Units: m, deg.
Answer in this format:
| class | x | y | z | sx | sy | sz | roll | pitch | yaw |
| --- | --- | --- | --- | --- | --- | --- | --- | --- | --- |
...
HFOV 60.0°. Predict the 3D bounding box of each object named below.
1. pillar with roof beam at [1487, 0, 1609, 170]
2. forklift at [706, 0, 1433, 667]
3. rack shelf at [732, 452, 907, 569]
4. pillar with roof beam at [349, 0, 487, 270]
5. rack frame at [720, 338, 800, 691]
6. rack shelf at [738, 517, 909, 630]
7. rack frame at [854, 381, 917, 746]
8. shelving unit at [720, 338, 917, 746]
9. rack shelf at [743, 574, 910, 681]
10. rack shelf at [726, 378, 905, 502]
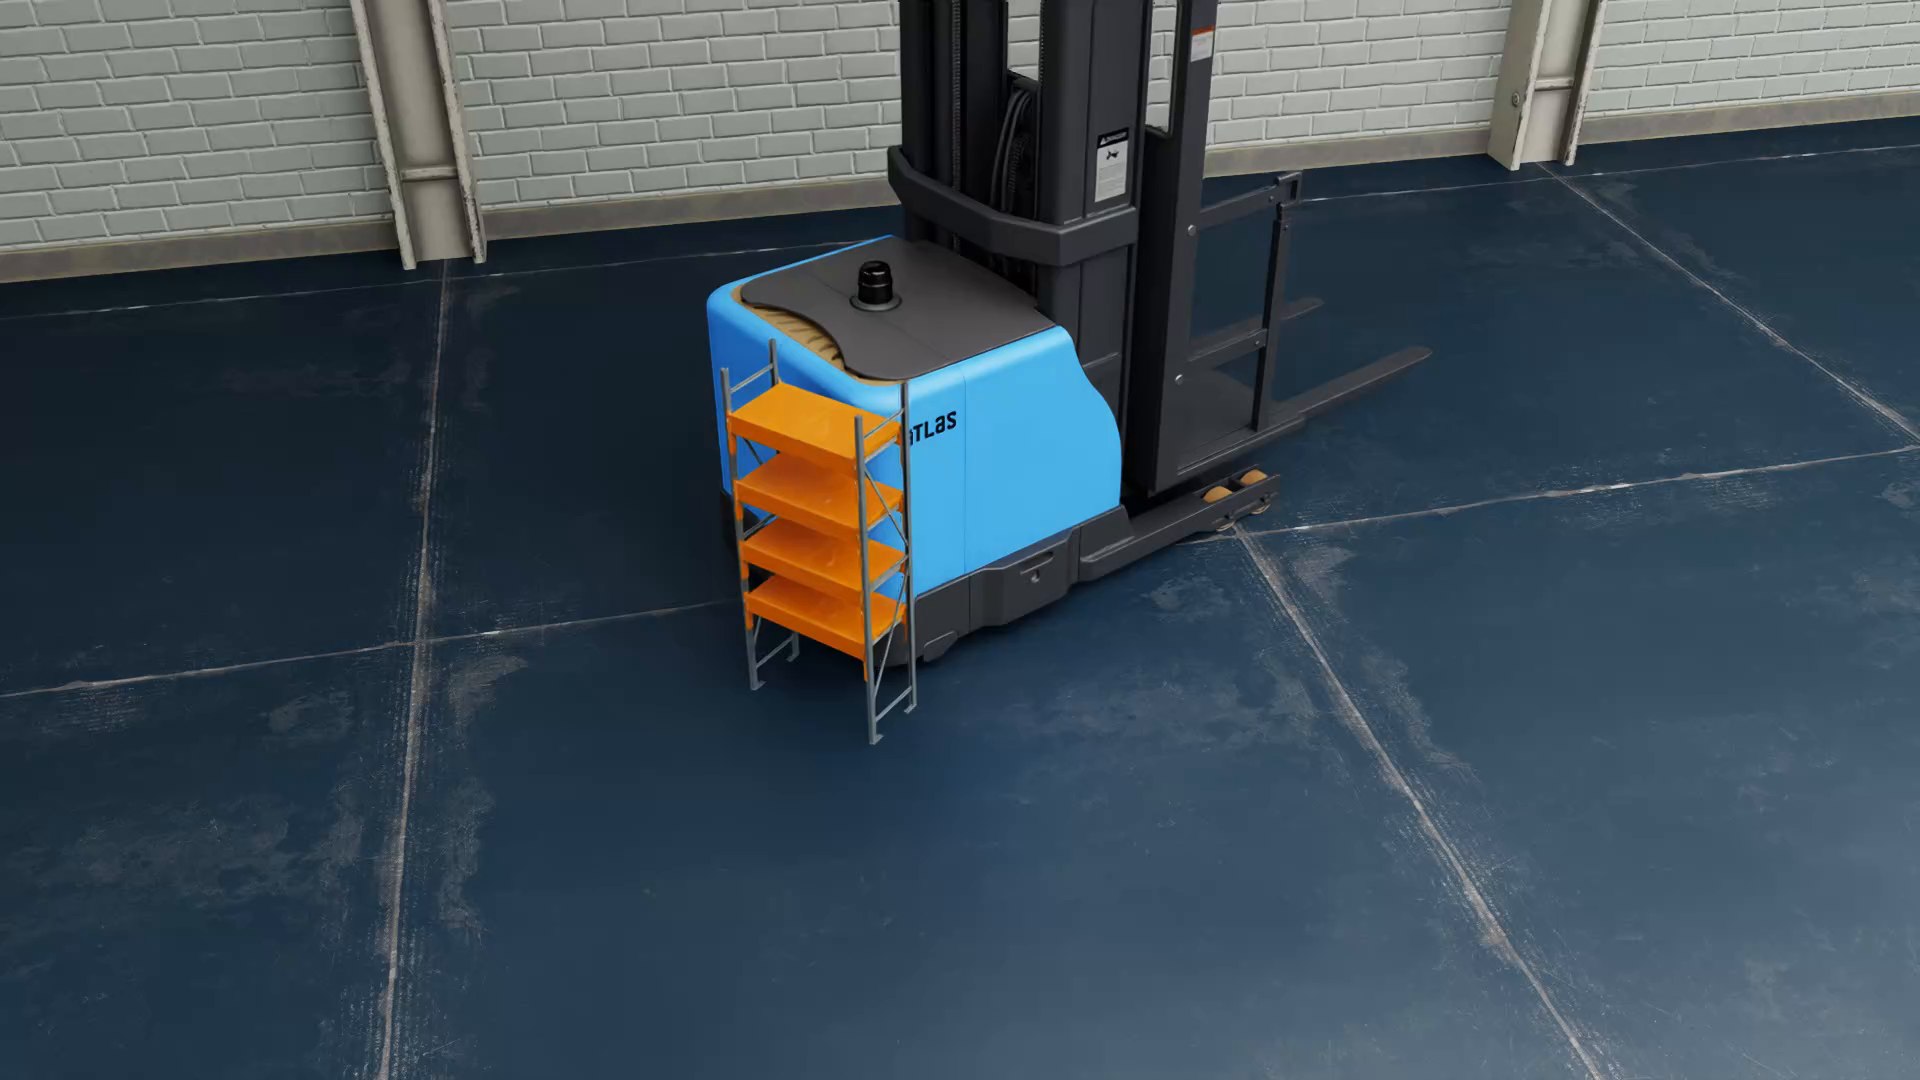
| class | x | y | z | sx | sy | sz | roll | pitch | yaw |
| --- | --- | --- | --- | --- | --- | --- | --- | --- | --- |
| pillar with roof beam | 4.201 | -3.583 | 3.513 | 0.400 | 9.000 | 9.100 | -7 | 35 | -11 |
| forklift | 0.607 | -1.461 | 5.796 | 3.031 | 2.935 | 1.130 | -23 | 40 | -31 |
| rack shelf | -0.421 | -0.106 | 5.049 | 0.480 | 0.148 | 0.258 | 21 | 39 | 28 |
| pillar with roof beam | -1.651 | -2.845 | 2.414 | 0.400 | 9.000 | 9.100 | -7 | 35 | -11 |
| rack frame | -0.623 | -0.053 | 5.250 | 0.015 | 1.200 | 0.240 | 21 | 39 | 28 |
| rack shelf | -0.420 | 0.079 | 5.175 | 0.480 | 0.148 | 0.258 | 21 | 39 | 28 |
| rack frame | -0.218 | 0.099 | 5.023 | 0.015 | 1.200 | 0.240 | 21 | 39 | 28 |
| shelving unit | -0.420 | 0.023 | 5.137 | 0.503 | 1.200 | 0.258 | 21 | 39 | 28 |
| rack shelf | -0.419 | 0.243 | 5.286 | 0.480 | 0.148 | 0.258 | 21 | 39 | 28 |
| rack shelf | -0.422 | -0.302 | 4.916 | 0.480 | 0.148 | 0.258 | 21 | 39 | 28 |
